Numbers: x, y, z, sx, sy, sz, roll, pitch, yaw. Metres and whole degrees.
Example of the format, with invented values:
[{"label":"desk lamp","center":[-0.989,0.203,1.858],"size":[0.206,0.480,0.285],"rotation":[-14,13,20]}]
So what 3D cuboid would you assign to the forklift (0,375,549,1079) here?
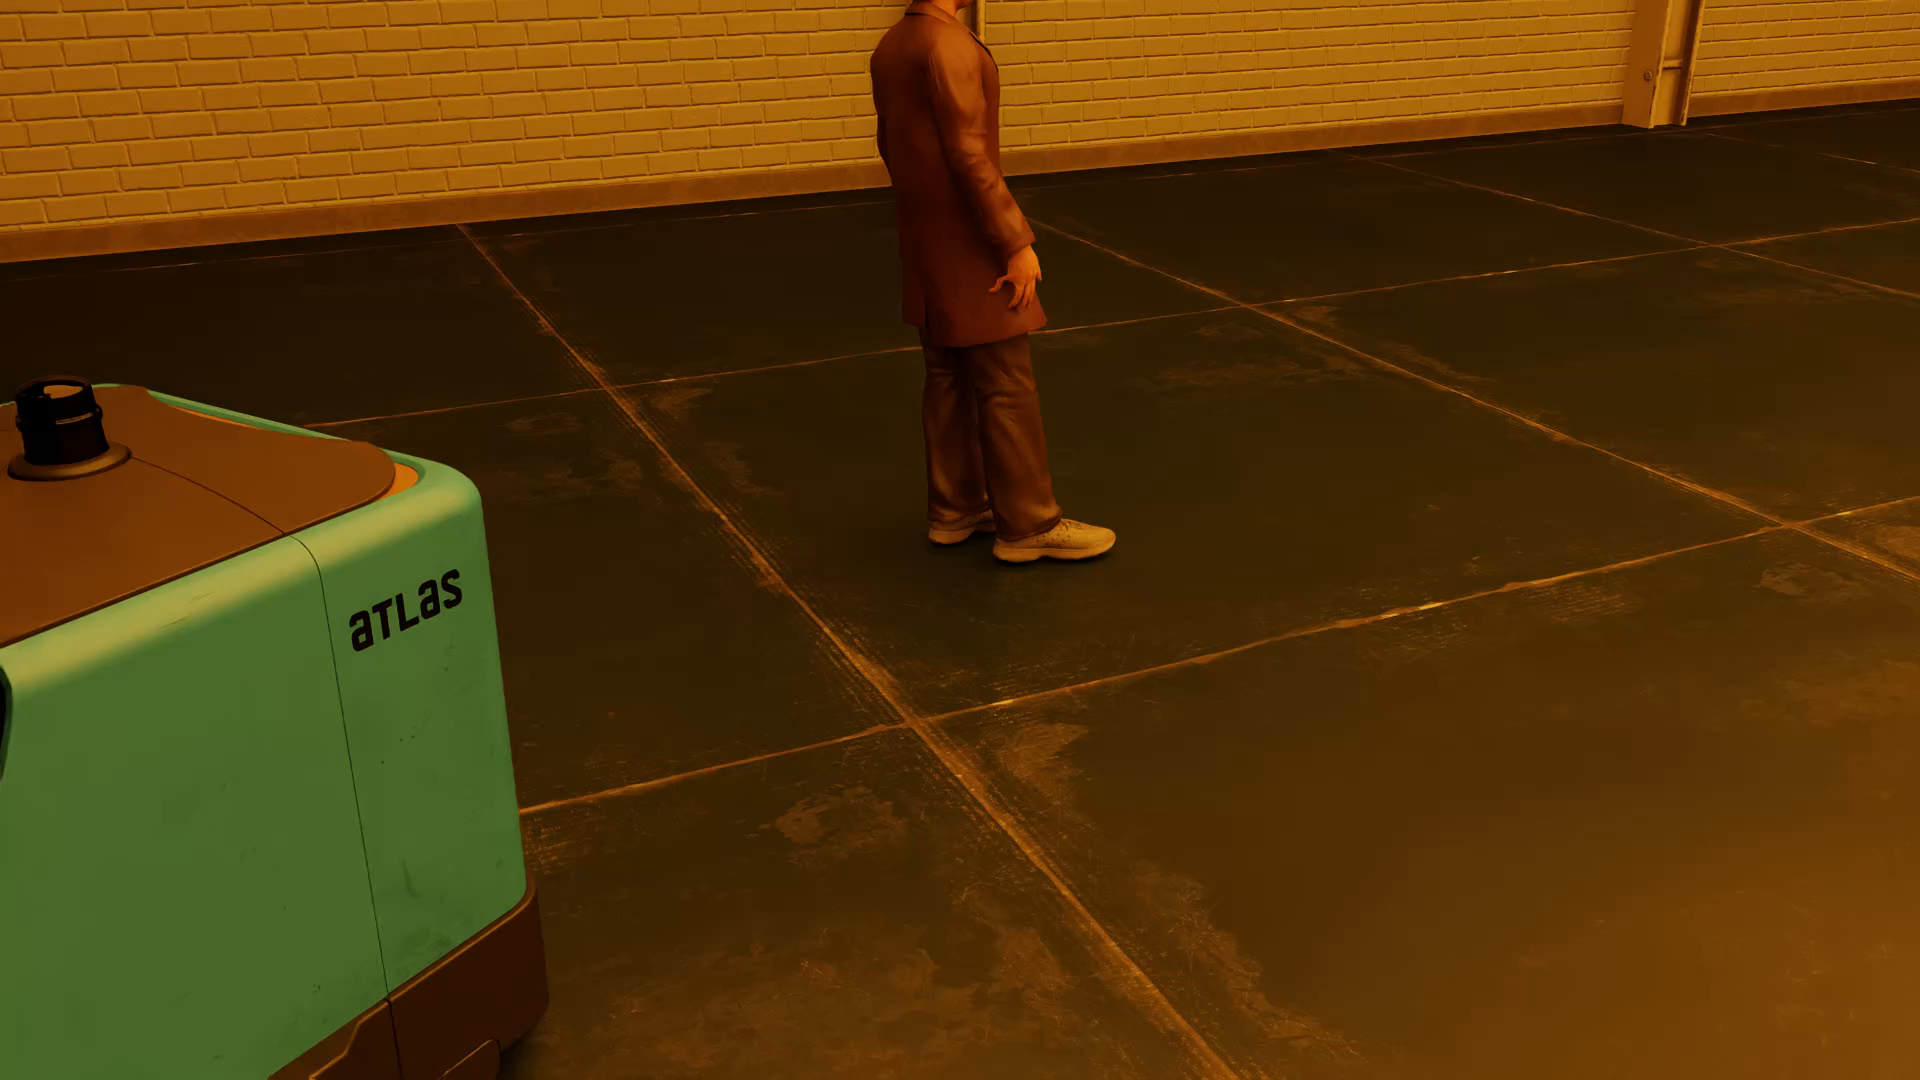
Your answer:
[{"label":"forklift","center":[-1.920,-0.083,1.485],"size":[1.130,2.935,3.031],"rotation":[13,26,29]}]

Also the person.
[{"label":"person","center":[0.085,-0.841,4.796],"size":[0.579,1.777,0.698],"rotation":[-10,25,-23]}]
